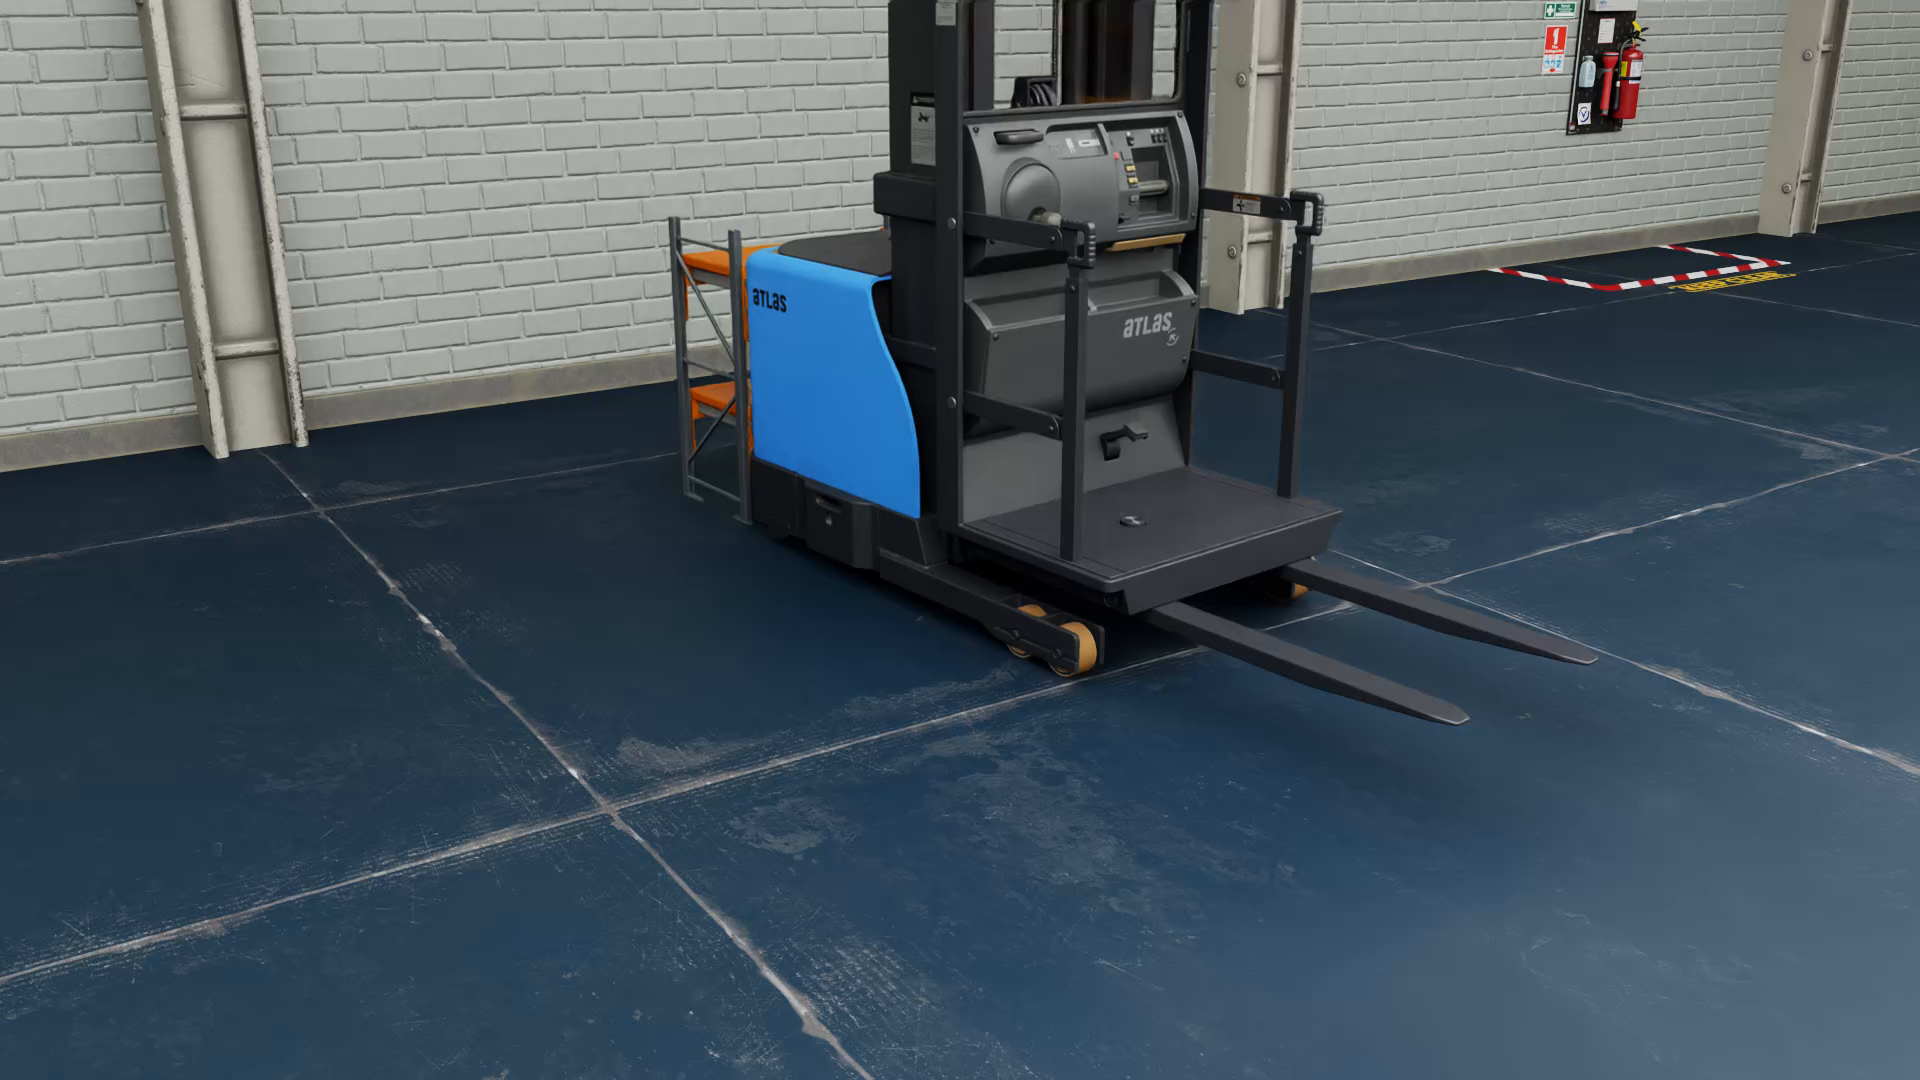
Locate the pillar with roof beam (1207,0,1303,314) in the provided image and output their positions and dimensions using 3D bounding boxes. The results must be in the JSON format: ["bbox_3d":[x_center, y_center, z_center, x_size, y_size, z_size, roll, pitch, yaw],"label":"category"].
[{"bbox_3d":[4.190,-4.602,5.806,0.400,9.000,9.100,-12,22,-31],"label":"pillar with roof beam"}]

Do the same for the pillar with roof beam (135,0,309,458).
[{"bbox_3d":[-0.821,-3.545,2.680,0.400,9.000,9.100,-12,22,-31],"label":"pillar with roof beam"}]

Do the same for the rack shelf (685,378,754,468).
[{"bbox_3d":[-0.563,-0.526,6.809,1.000,0.278,0.538,-14,23,-35],"label":"rack shelf"}]

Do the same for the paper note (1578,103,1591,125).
[{"bbox_3d":[4.563,-3.113,12.145,0.142,0.148,0.016,-12,22,-31],"label":"paper note"}]

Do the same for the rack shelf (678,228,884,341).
[{"bbox_3d":[-0.563,-1.035,6.637,1.000,0.278,0.538,-14,23,-35],"label":"rack shelf"}]

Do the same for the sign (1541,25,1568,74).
[{"bbox_3d":[4.230,-3.490,11.829,0.234,0.329,0.001,-12,22,-31],"label":"sign"}]

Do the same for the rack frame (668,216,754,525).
[{"bbox_3d":[-0.965,-0.658,6.436,0.032,1.125,0.500,-14,23,-35],"label":"rack frame"}]

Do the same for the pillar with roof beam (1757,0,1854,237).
[{"bbox_3d":[9.201,-5.659,8.932,0.400,9.000,9.100,-12,22,-31],"label":"pillar with roof beam"}]

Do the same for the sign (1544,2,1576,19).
[{"bbox_3d":[4.239,-3.740,11.740,0.331,0.109,0.001,-12,22,-31],"label":"sign"}]

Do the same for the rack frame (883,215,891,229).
[{"bbox_3d":[-0.161,-0.858,7.026,0.032,1.125,0.500,-14,23,-35],"label":"rack frame"}]

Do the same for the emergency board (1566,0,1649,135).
[{"bbox_3d":[4.749,-3.543,12.042,0.643,1.169,0.194,-12,22,-31],"label":"emergency board"}]

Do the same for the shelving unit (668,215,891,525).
[{"bbox_3d":[-0.563,-0.758,6.731,1.048,1.125,0.538,-14,23,-35],"label":"shelving unit"}]

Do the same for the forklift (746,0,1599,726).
[{"bbox_3d":[0.539,-1.155,5.085,1.130,2.935,3.031,-15,24,-37],"label":"forklift"}]
